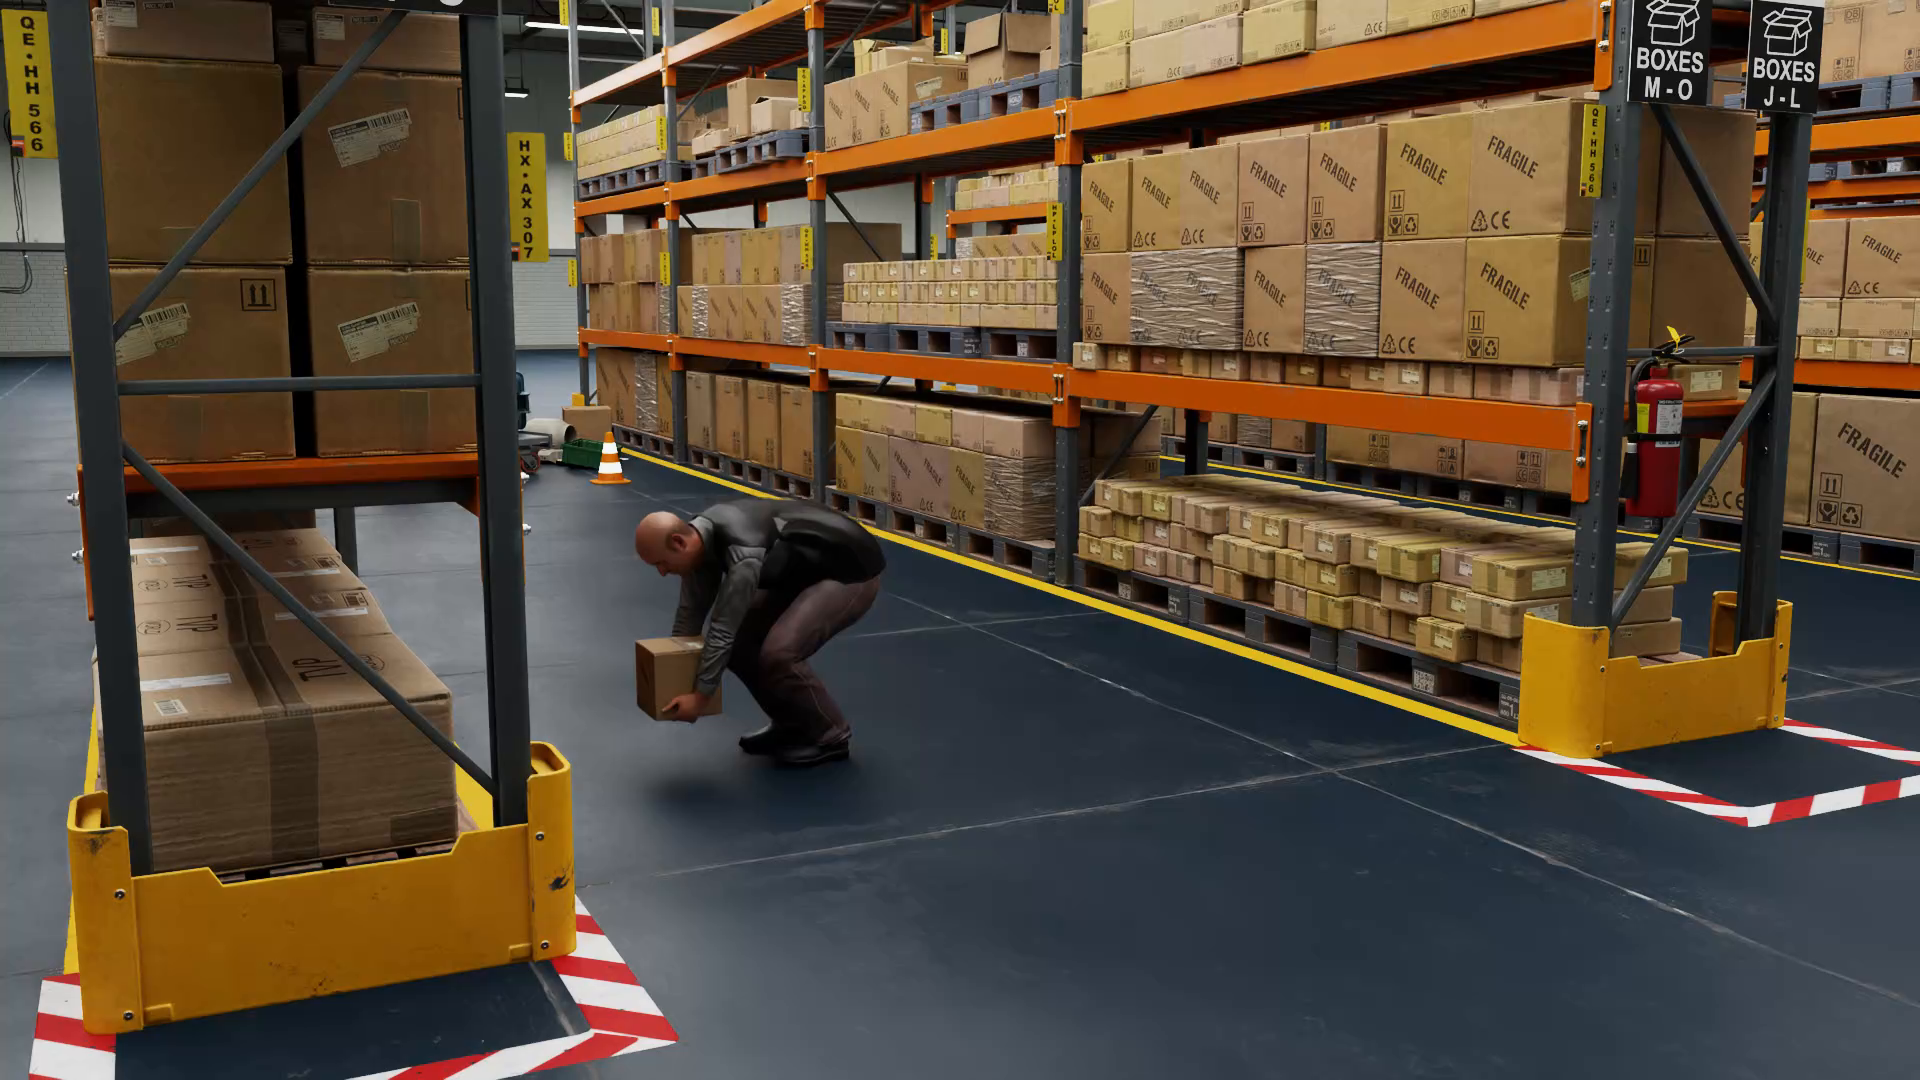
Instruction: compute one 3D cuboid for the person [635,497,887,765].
[{"bbox_3d":[-0.739,0.334,6.183,0.945,0.986,0.510,-5,10,-28],"label":"person"}]
